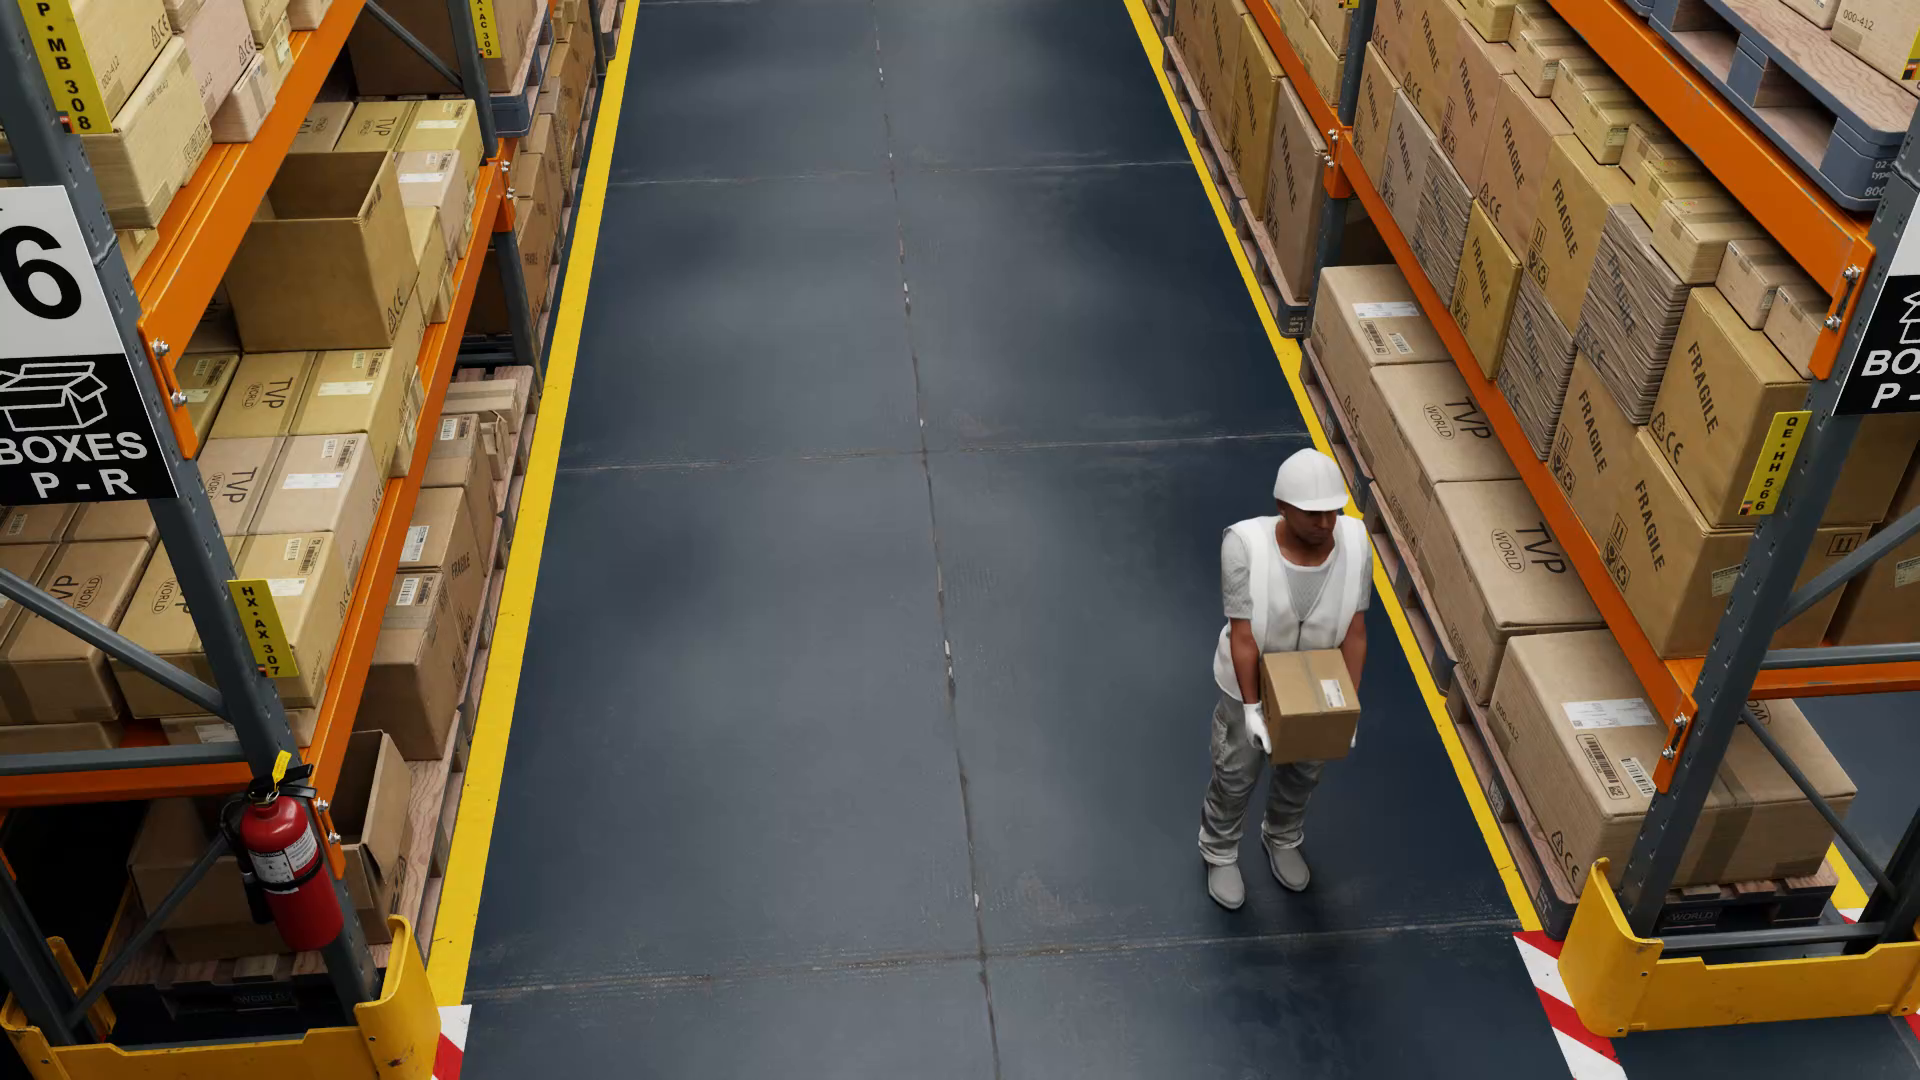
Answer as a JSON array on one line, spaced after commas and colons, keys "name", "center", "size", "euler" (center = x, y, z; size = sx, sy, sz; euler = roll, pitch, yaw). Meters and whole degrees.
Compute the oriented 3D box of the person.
[{"name": "person", "center": [1.084, 0.534, 5.476], "size": [0.488, 1.779, 0.580], "euler": [-4, 39, -5]}]
